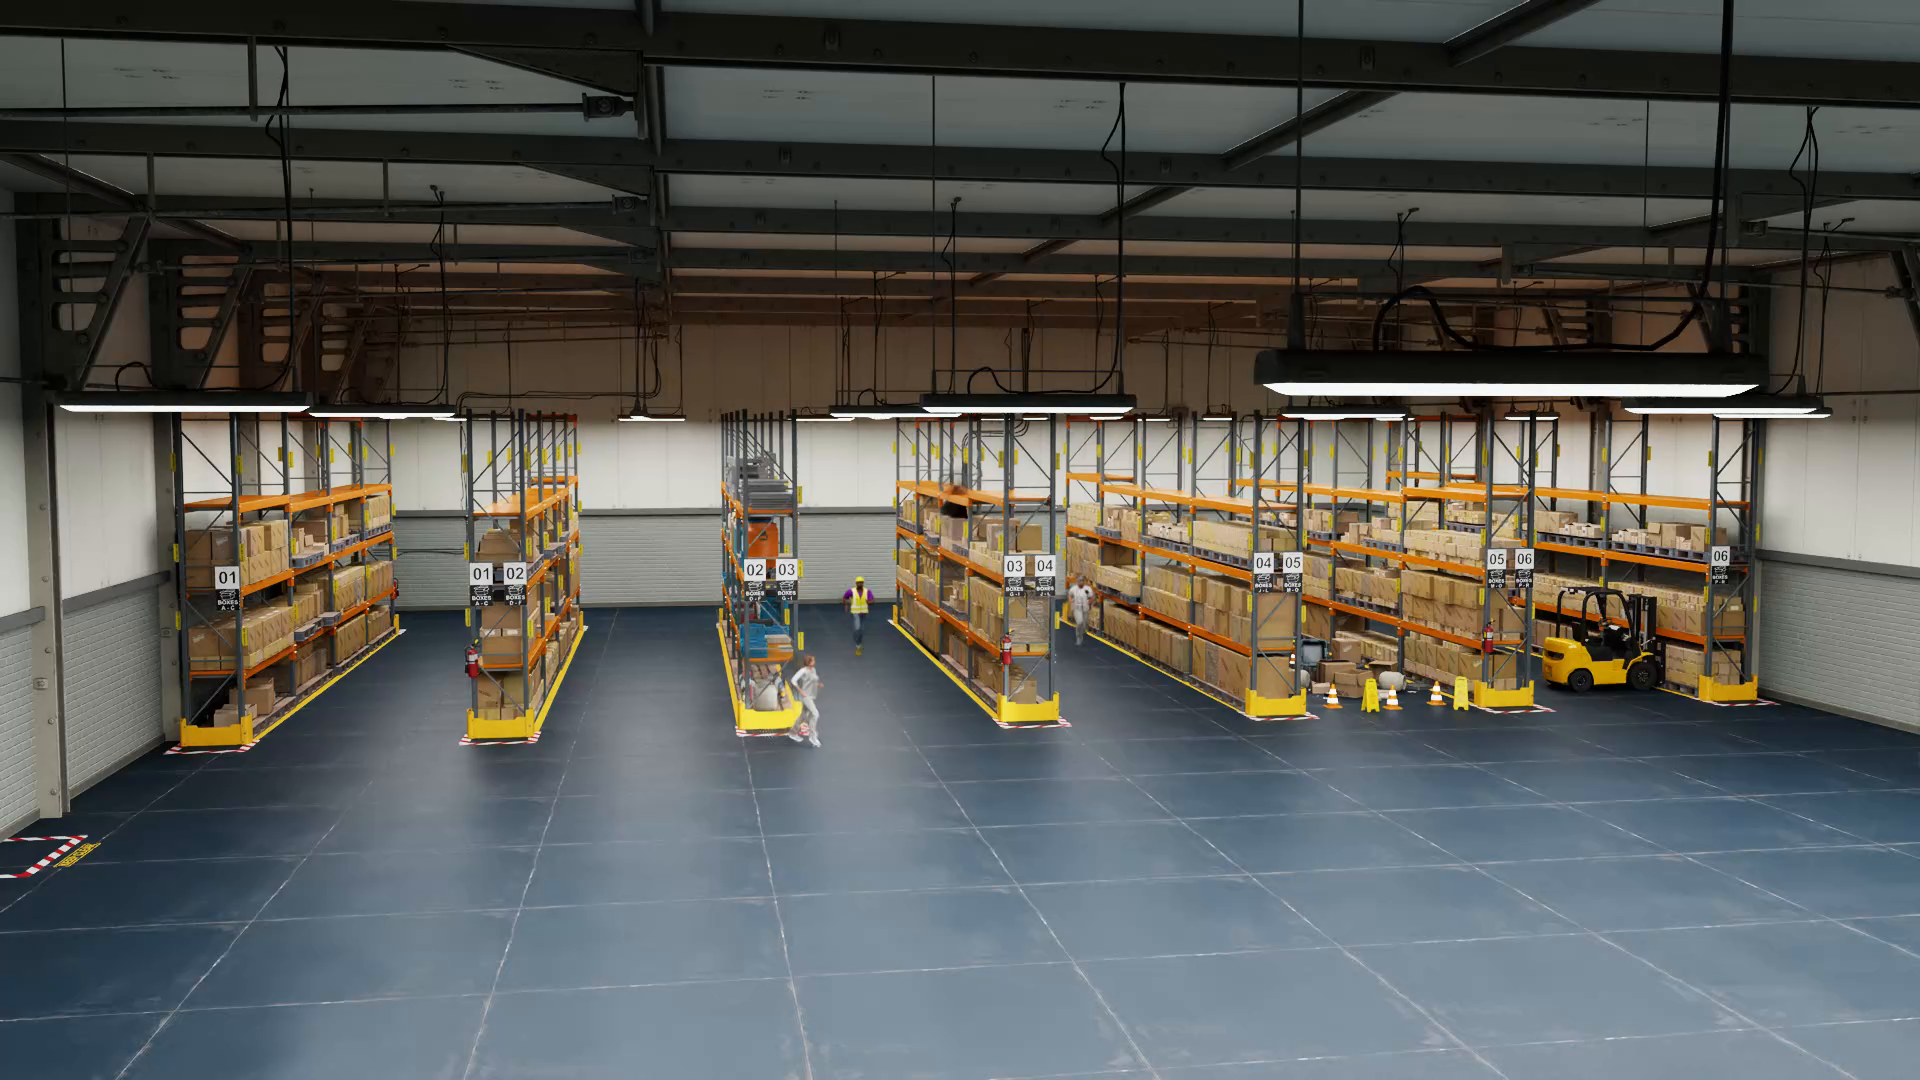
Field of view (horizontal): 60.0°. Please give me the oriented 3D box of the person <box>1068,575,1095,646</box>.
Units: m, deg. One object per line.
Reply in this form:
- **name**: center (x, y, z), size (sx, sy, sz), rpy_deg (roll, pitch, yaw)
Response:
- **person**: center (3.048, 1.751, 41.678), size (0.655, 1.780, 0.834), rpy_deg (0, 4, -7)

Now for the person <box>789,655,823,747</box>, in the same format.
- **person**: center (-2.746, 2.855, 29.617), size (0.677, 1.644, 0.526), rpy_deg (1, 4, 16)

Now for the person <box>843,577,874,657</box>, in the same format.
- **person**: center (-2.390, 1.808, 39.603), size (0.672, 1.877, 0.746), rpy_deg (-2, 4, -22)
